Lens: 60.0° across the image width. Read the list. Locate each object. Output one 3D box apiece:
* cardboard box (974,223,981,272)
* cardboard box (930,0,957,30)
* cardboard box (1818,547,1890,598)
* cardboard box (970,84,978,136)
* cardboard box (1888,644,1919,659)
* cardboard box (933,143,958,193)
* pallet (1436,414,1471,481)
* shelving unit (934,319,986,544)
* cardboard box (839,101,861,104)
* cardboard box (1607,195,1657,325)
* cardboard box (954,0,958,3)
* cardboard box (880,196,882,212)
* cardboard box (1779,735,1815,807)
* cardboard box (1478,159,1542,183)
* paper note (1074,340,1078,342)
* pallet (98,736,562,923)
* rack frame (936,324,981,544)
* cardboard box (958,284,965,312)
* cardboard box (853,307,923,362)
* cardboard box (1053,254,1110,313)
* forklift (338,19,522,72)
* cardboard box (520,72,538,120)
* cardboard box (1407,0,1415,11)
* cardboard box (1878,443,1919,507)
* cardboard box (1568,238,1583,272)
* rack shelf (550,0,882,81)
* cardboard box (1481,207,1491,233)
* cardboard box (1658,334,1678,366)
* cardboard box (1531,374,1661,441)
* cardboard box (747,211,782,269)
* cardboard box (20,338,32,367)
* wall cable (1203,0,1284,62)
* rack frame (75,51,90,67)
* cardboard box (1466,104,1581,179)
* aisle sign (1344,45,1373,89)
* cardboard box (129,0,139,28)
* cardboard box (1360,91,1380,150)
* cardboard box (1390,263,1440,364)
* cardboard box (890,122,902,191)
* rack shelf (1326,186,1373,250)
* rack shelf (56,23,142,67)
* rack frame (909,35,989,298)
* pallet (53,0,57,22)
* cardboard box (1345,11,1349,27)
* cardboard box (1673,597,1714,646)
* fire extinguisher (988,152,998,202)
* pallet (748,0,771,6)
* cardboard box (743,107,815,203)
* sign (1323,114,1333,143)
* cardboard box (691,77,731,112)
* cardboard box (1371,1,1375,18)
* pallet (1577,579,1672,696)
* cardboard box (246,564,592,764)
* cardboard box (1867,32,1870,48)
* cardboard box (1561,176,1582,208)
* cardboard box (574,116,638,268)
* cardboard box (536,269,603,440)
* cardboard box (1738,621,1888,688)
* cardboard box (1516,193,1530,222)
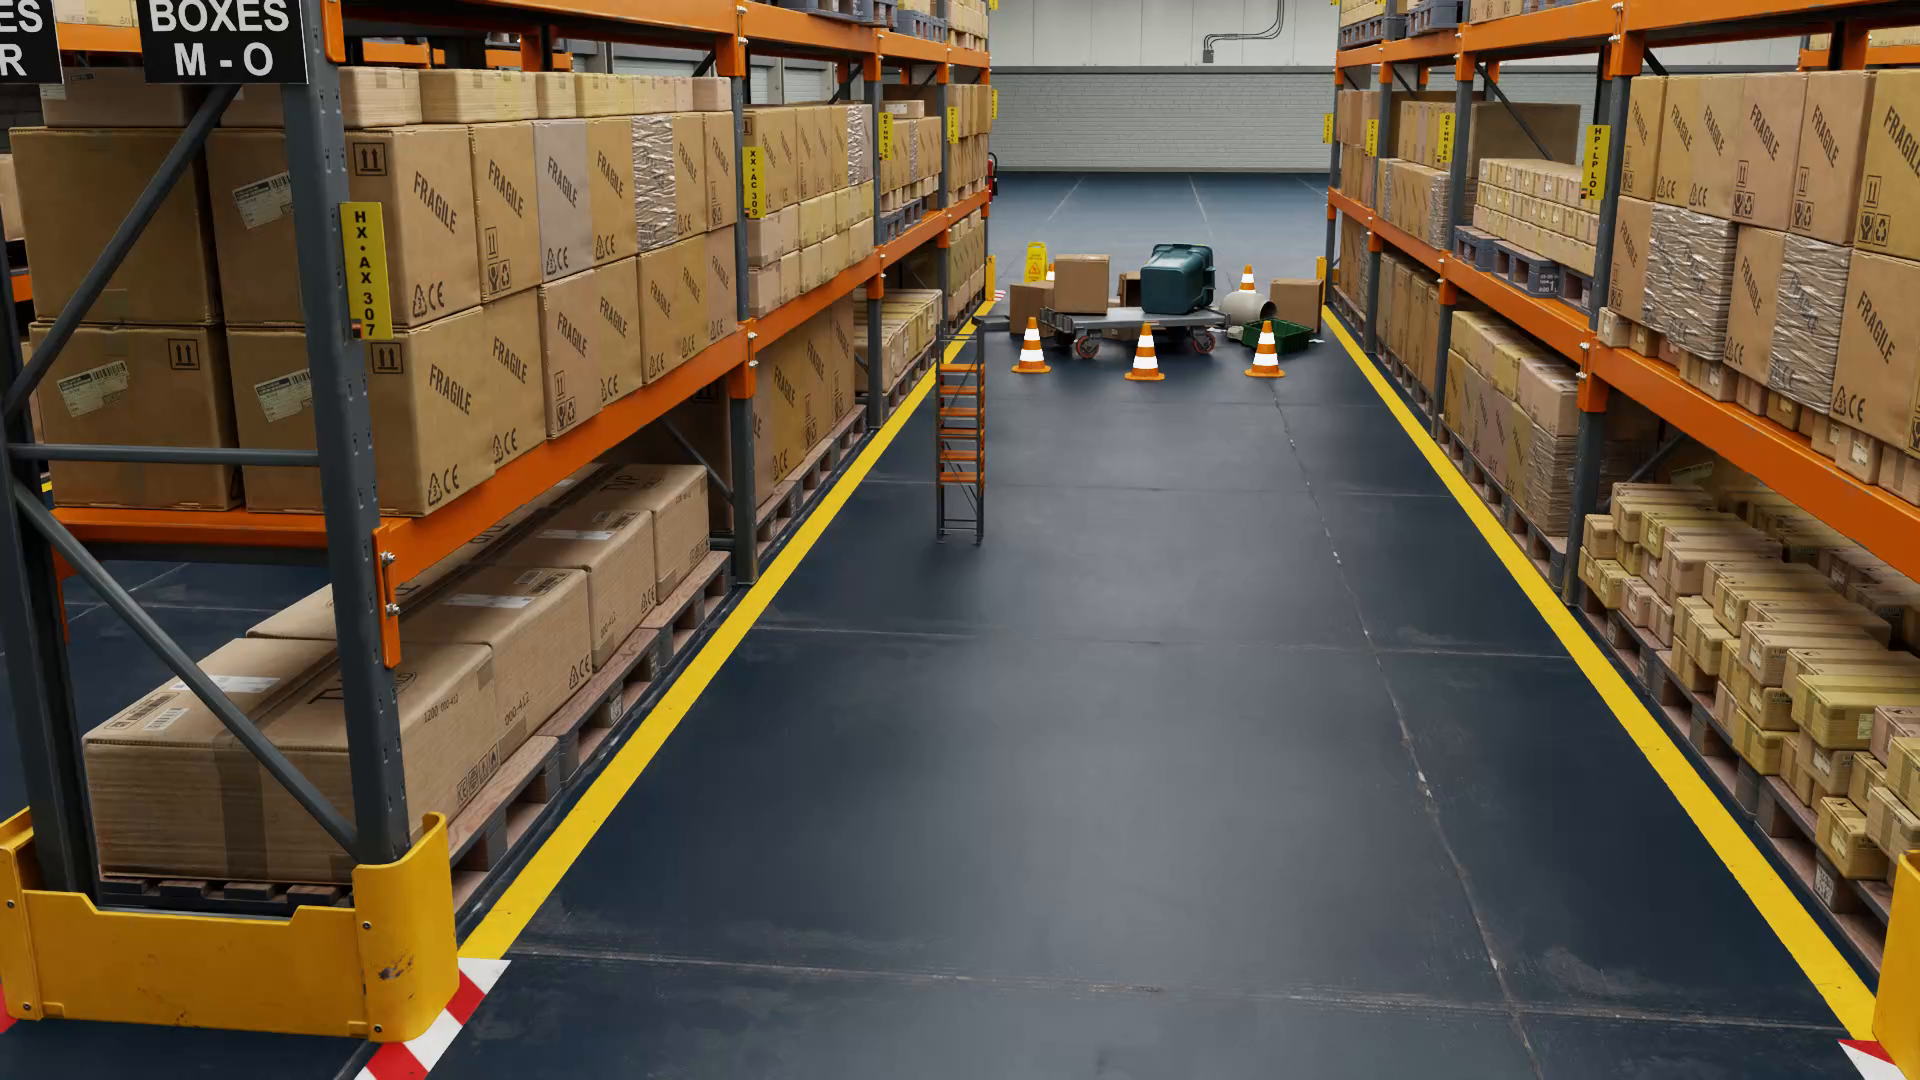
[{"bbox_3d":[-0.054,-3.242,18.431,0.500,0.500,0.500,2,15,8],"label":"cardboard box"},{"bbox_3d":[-0.297,-4.943,15.667,0.500,0.250,0.500,1,15,5],"label":"cardboard box"},{"bbox_3d":[3.571,0.133,6.441,0.380,0.149,0.250,1,15,4],"label":"cardboard box"},{"bbox_3d":[-0.191,-4.361,16.868,0.700,0.500,0.500,1,15,5],"label":"cardboard box"},{"bbox_3d":[3.360,0.474,5.751,0.380,0.149,0.250,2,15,9],"label":"cardboard box"},{"bbox_3d":[-0.292,-3.616,16.025,0.500,0.500,0.500,2,15,6],"label":"cardboard box"},{"bbox_3d":[3.770,-0.612,11.021,1.003,0.211,1.213,2,15,6],"label":"pallet"},{"bbox_3d":[0.002,-0.583,9.019,0.258,1.200,0.189,2,15,6],"label":"shelving unit"},{"bbox_3d":[-1.044,-3.629,14.028,0.380,0.149,0.250,3,15,9],"label":"cardboard box"},{"bbox_3d":[3.102,-1.194,7.070,0.500,0.500,0.500,1,15,5],"label":"cardboard box"},{"bbox_3d":[-0.220,-5.238,15.994,0.380,0.149,0.250,1,15,4],"label":"cardboard box"},{"bbox_3d":[-0.784,-2.513,12.386,0.380,0.149,0.250,1,15,3],"label":"cardboard box"},{"bbox_3d":[2.868,0.745,5.318,0.380,0.149,0.250,2,15,7],"label":"cardboard box"},{"bbox_3d":[3.614,-2.414,10.880,0.380,0.149,0.250,2,15,6],"label":"cardboard box"},{"bbox_3d":[1.136,-1.972,16.395,0.148,0.019,0.142,2,15,6],"label":"paper note"},{"bbox_3d":[-1.960,0.931,5.315,1.003,0.211,1.213,2,15,6],"label":"pallet"},{"bbox_3d":[-0.009,-0.559,8.932,0.240,1.200,0.006,2,15,6],"label":"rack frame"},{"bbox_3d":[-0.235,-2.477,17.039,0.500,0.250,0.500,3,15,9],"label":"cardboard box"},{"bbox_3d":[-0.830,-1.749,14.113,0.950,0.372,0.625,2,15,8],"label":"cardboard box"},{"bbox_3d":[1.153,-2.432,15.748,0.500,0.500,0.500,2,15,6],"label":"cardboard box"},{"bbox_3d":[-2.979,-1.693,9.808,1.130,2.935,3.031,2,15,6],"label":"forklift"},{"bbox_3d":[-1.567,-1.406,5.266,0.380,0.149,0.250,2,15,7],"label":"cardboard box"},{"bbox_3d":[3.995,-4.683,14.249,0.258,0.266,0.396,1,15,5],"label":"cardboard box"},{"bbox_3d":[2.792,-0.186,4.586,0.380,0.149,0.250,2,15,6],"label":"cardboard box"},{"bbox_3d":[3.315,-1.446,8.438,0.380,0.149,0.250,2,15,6],"label":"cardboard box"},{"bbox_3d":[-1.296,-2.862,9.633,1.077,0.370,4.000,2,15,6],"label":"rack shelf"},{"bbox_3d":[3.578,-2.063,10.720,0.380,0.149,0.250,2,15,9],"label":"cardboard box"},{"bbox_3d":[3.118,-0.798,6.849,0.380,0.149,0.250,1,15,4],"label":"cardboard box"},{"bbox_3d":[3.241,-0.682,8.485,0.500,0.250,0.500,1,15,5],"label":"cardboard box"},{"bbox_3d":[-1.192,-1.518,8.358,0.500,0.250,0.500,1,15,5],"label":"cardboard box"},{"bbox_3d":[-6.063,-1.194,10.572,0.380,0.149,0.250,2,15,6],"label":"cardboard box"},{"bbox_3d":[8.389,-17.106,48.670,2.305,6.003,0.169,2,15,6],"label":"wall cable"},{"bbox_3d":[-6.003,-2.426,12.386,1.000,3.000,0.127,2,15,6],"label":"rack frame"},{"bbox_3d":[3.920,-2.808,11.692,0.700,0.500,0.500,2,15,6],"label":"cardboard box"},{"bbox_3d":[4.472,-5.518,18.841,0.394,0.787,0.004,2,15,6],"label":"aisle sign"},{"bbox_3d":[-5.819,-3.661,11.495,0.500,0.250,0.500,1,15,4],"label":"cardboard box"},{"bbox_3d":[4.333,-4.033,15.973,0.875,0.550,0.550,2,15,6],"label":"cardboard box"},{"bbox_3d":[4.218,-1.901,13.952,1.050,0.750,0.750,2,15,6],"label":"cardboard box"},{"bbox_3d":[-0.738,-2.920,12.649,0.500,0.500,0.500,2,15,9],"label":"cardboard box"},{"bbox_3d":[4.537,-3.370,17.255,1.077,0.370,4.000,2,15,6],"label":"rack shelf"},{"bbox_3d":[-6.228,-3.008,10.170,1.077,0.370,4.000,2,15,6],"label":"rack shelf"},{"bbox_3d":[-0.168,-4.355,19.522,1.000,3.000,0.127,2,15,6],"label":"rack frame"},{"bbox_3d":[-6.197,-3.182,9.795,1.213,0.211,1.003,2,15,6],"label":"pallet"},{"bbox_3d":[4.348,-5.603,17.875,0.380,0.149,0.250,2,15,6],"label":"cardboard box"},{"bbox_3d":[2.939,0.328,6.290,0.380,0.149,0.250,2,15,6],"label":"cardboard box"},{"bbox_3d":[0.303,-4.334,19.592,0.296,0.674,0.183,2,15,6],"label":"fire extinguisher"},{"bbox_3d":[-1.467,-2.838,8.530,0.805,0.209,1.217,1,15,4],"label":"pallet"},{"bbox_3d":[-1.097,-2.142,9.231,0.500,0.500,0.500,1,15,5],"label":"cardboard box"},{"bbox_3d":[4.212,-4.710,19.023,0.100,0.325,0.005,2,15,6],"label":"sign"},{"bbox_3d":[-1.240,-1.998,7.454,0.380,0.149,0.250,1,15,5],"label":"cardboard box"},{"bbox_3d":[4.090,-5.012,15.691,0.380,0.149,0.250,2,15,7],"label":"cardboard box"},{"bbox_3d":[3.368,0.398,7.286,1.003,0.211,1.213,2,15,6],"label":"pallet"},{"bbox_3d":[-1.903,0.417,5.978,0.875,0.438,0.875,2,15,8],"label":"cardboard box"},{"bbox_3d":[9.256,-5.059,16.667,0.500,0.250,0.500,2,15,6],"label":"cardboard box"},{"bbox_3d":[3.350,-1.807,8.634,0.380,0.149,0.250,2,15,6],"label":"cardboard box"},{"bbox_3d":[-1.479,-1.250,5.931,0.500,0.500,0.500,2,15,6],"label":"cardboard box"},{"bbox_3d":[-1.529,-0.633,5.566,0.500,0.500,0.500,2,15,6],"label":"cardboard box"},{"bbox_3d":[2.820,0.385,5.510,0.380,0.149,0.250,2,15,8],"label":"cardboard box"},{"bbox_3d":[3.462,-1.932,9.669,0.380,0.149,0.250,2,15,6],"label":"cardboard box"}]
